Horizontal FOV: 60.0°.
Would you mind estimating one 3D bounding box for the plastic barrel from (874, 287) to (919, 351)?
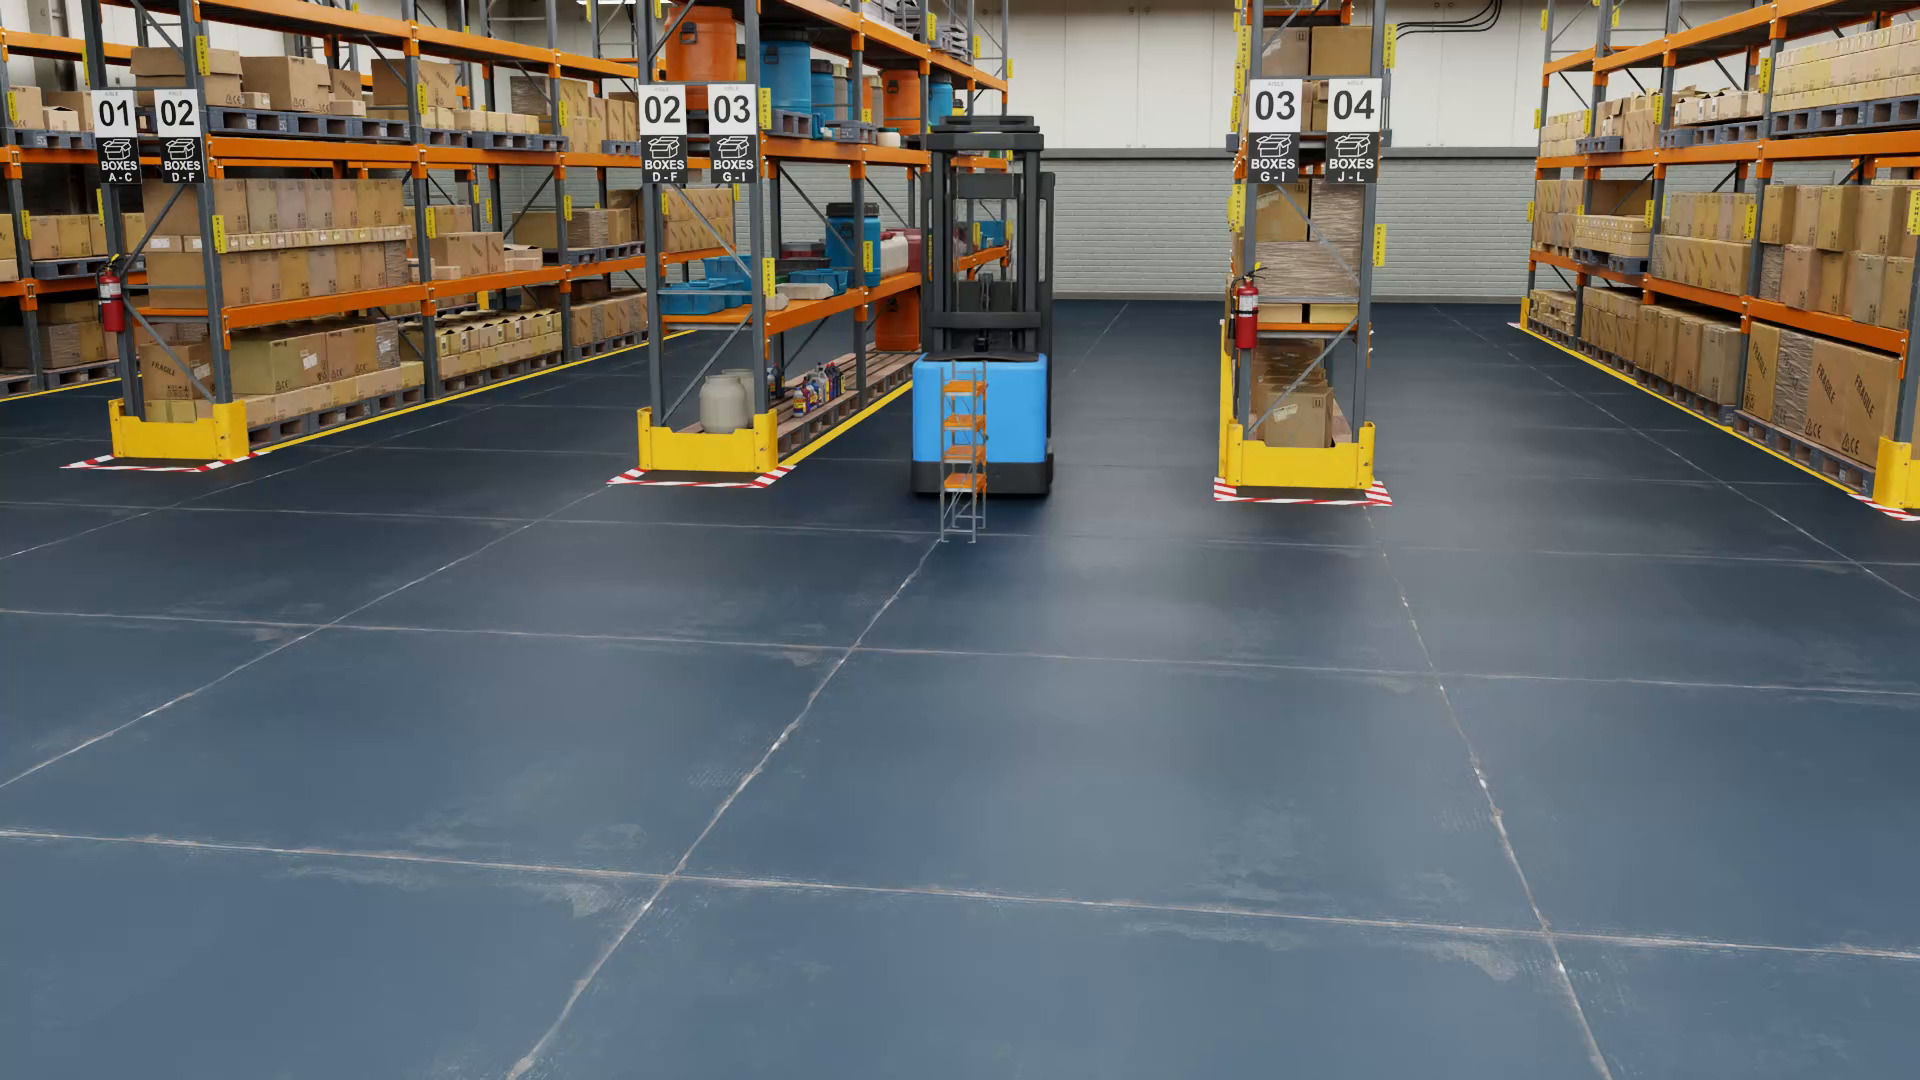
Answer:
[{"bbox_3d":[-0.850,-2.986,22.383,0.600,0.830,0.708,2,12,9],"label":"plastic barrel"}]

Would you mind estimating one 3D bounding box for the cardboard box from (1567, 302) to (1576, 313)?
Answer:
[{"bbox_3d":[9.284,-3.469,24.828,0.380,0.149,0.250,2,12,9],"label":"cardboard box"}]

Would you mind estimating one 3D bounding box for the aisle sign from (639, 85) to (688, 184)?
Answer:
[{"bbox_3d":[-2.443,-3.339,13.698,0.394,0.787,0.004,2,12,9],"label":"aisle sign"}]

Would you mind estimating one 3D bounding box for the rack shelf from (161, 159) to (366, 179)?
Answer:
[{"bbox_3d":[-10.390,-5.591,24.905,1.077,0.370,4.000,2,12,9],"label":"rack shelf"}]

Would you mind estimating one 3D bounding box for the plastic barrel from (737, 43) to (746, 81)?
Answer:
[{"bbox_3d":[-2.089,-4.079,14.736,0.600,0.588,0.600,0,12,0],"label":"plastic barrel"}]

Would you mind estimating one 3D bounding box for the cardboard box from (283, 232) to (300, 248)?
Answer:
[{"bbox_3d":[-6.602,-2.891,16.010,0.380,0.149,0.250,1,12,7],"label":"cardboard box"}]

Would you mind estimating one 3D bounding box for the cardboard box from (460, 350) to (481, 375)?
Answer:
[{"bbox_3d":[-6.030,-2.111,19.700,0.500,0.250,0.500,2,12,10],"label":"cardboard box"}]

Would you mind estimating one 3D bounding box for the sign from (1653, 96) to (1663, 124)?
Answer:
[{"bbox_3d":[8.336,-5.134,19.849,0.100,0.325,0.005,2,12,9],"label":"sign"}]

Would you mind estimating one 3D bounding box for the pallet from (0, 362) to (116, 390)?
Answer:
[{"bbox_3d":[-11.194,-2.026,20.396,1.003,0.211,1.213,2,12,9],"label":"pallet"}]

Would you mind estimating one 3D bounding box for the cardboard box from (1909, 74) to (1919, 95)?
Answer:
[{"bbox_3d":[7.357,-3.409,12.436,0.380,0.149,0.250,2,12,9],"label":"cardboard box"}]

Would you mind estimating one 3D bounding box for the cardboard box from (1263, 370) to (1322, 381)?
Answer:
[{"bbox_3d":[3.041,-1.281,15.256,0.500,0.500,0.500,3,13,14],"label":"cardboard box"}]

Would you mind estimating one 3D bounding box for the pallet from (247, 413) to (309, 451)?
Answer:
[{"bbox_3d":[-6.956,-1.033,15.783,1.003,0.211,1.213,2,12,9],"label":"pallet"}]

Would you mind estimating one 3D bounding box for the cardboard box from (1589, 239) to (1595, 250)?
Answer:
[{"bbox_3d":[8.814,-4.030,22.673,0.380,0.149,0.250,1,12,6],"label":"cardboard box"}]

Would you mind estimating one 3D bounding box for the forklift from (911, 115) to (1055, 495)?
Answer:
[{"bbox_3d":[9.248,-2.215,14.812,18.991,2.935,5.886,1,12,4],"label":"forklift"}]

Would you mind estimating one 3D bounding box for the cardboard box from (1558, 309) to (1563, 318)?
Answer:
[{"bbox_3d":[9.429,-3.478,25.578,0.380,0.149,0.250,2,12,10],"label":"cardboard box"}]

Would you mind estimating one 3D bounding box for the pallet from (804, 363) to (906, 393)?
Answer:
[{"bbox_3d":[-1.255,-1.963,20.100,1.003,0.211,1.213,2,12,9],"label":"pallet"}]

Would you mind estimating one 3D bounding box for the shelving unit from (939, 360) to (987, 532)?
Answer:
[{"bbox_3d":[0.026,-0.621,11.529,0.258,1.200,0.499,2,12,9],"label":"shelving unit"}]

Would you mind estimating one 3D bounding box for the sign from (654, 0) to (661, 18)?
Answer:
[{"bbox_3d":[-4.637,-8.183,25.511,0.100,0.325,0.005,2,12,9],"label":"sign"}]

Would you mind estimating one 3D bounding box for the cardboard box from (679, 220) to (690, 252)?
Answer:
[{"bbox_3d":[-4.763,-4.986,27.272,0.500,0.500,0.500,2,12,10],"label":"cardboard box"}]

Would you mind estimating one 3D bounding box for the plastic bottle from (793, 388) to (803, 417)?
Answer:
[{"bbox_3d":[-1.552,-1.322,15.942,0.097,0.271,0.097,0,12,0],"label":"plastic bottle"}]

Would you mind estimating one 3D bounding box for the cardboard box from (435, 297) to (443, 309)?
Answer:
[{"bbox_3d":[-9.629,-4.351,29.499,0.700,0.500,0.500,1,12,7],"label":"cardboard box"}]

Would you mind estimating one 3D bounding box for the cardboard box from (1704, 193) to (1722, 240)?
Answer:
[{"bbox_3d":[8.561,-3.523,18.109,0.700,0.500,0.500,2,12,8],"label":"cardboard box"}]

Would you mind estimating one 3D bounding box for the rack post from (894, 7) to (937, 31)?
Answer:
[{"bbox_3d":[-0.837,-6.787,21.806,0.954,0.300,0.937,2,12,9],"label":"rack post"}]

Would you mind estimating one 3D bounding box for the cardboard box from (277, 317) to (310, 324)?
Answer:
[{"bbox_3d":[-10.313,-3.546,24.931,0.750,0.750,0.750,2,12,8],"label":"cardboard box"}]

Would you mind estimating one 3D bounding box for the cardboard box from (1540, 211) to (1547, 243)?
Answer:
[{"bbox_3d":[9.703,-5.060,26.908,0.500,0.500,0.500,2,12,9],"label":"cardboard box"}]

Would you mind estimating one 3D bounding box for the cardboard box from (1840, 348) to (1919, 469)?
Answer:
[{"bbox_3d":[7.680,-1.042,13.253,0.875,0.875,0.875,2,12,9],"label":"cardboard box"}]

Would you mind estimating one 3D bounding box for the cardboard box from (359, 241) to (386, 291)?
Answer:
[{"bbox_3d":[-6.554,-2.914,17.658,0.700,0.500,0.500,2,12,8],"label":"cardboard box"}]

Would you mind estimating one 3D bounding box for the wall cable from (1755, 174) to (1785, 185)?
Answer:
[{"bbox_3d":[15.853,-6.609,32.556,0.585,1.953,0.123,2,12,9],"label":"wall cable"}]

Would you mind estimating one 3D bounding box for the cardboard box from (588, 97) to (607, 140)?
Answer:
[{"bbox_3d":[-5.539,-6.122,24.190,0.600,0.600,0.600,1,12,6],"label":"cardboard box"}]

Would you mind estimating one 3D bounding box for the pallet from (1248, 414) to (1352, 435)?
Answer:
[{"bbox_3d":[3.117,-0.987,15.573,1.003,0.211,1.213,2,12,9],"label":"pallet"}]

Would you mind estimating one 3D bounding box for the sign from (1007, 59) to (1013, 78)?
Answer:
[{"bbox_3d":[0.868,-8.165,28.786,0.100,0.325,0.005,2,12,9],"label":"sign"}]

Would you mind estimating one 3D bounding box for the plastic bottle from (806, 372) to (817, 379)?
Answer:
[{"bbox_3d":[-1.517,-1.606,17.248,0.152,0.276,0.135,2,12,9],"label":"plastic bottle"}]

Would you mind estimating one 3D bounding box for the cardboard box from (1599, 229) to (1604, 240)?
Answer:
[{"bbox_3d":[8.733,-4.065,22.128,0.380,0.149,0.250,2,12,8],"label":"cardboard box"}]

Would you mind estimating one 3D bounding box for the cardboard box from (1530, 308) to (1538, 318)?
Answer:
[{"bbox_3d":[9.705,-3.775,27.661,0.380,0.149,0.250,2,12,10],"label":"cardboard box"}]

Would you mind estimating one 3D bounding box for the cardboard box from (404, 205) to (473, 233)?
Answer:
[{"bbox_3d":[-9.535,-5.766,30.415,0.980,0.700,0.700,2,12,11],"label":"cardboard box"}]

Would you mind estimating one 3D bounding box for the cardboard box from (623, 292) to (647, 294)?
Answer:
[{"bbox_3d":[-4.979,-3.614,26.033,0.500,0.500,0.500,2,12,8],"label":"cardboard box"}]

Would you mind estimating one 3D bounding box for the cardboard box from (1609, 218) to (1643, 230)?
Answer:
[{"bbox_3d":[8.655,-4.100,21.583,0.380,0.149,0.250,2,12,9],"label":"cardboard box"}]

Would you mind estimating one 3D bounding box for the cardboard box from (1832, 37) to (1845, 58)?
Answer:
[{"bbox_3d":[7.631,-4.170,14.074,0.380,0.149,0.250,2,12,8],"label":"cardboard box"}]

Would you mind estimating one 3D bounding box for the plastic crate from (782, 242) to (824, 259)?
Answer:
[{"bbox_3d":[-1.751,-3.048,18.367,0.402,0.464,0.583,2,12,9],"label":"plastic crate"}]

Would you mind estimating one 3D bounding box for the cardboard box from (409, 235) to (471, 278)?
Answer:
[{"bbox_3d":[-6.202,-3.386,19.846,0.500,0.500,0.500,3,12,13],"label":"cardboard box"}]

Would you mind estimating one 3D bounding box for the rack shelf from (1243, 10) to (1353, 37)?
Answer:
[{"bbox_3d":[3.678,-5.548,18.533,1.077,0.370,4.000,2,12,9],"label":"rack shelf"}]

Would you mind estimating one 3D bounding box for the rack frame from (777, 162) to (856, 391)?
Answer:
[{"bbox_3d":[-1.520,-2.906,17.860,0.949,2.616,0.053,2,12,9],"label":"rack frame"}]

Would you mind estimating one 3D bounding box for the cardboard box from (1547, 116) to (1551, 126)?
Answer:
[{"bbox_3d":[9.656,-6.728,26.695,0.380,0.149,0.250,2,12,9],"label":"cardboard box"}]

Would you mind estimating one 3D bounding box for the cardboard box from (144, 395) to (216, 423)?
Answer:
[{"bbox_3d":[-7.242,-1.217,15.552,0.500,0.250,0.500,2,12,9],"label":"cardboard box"}]

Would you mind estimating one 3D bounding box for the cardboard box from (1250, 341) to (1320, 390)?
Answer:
[{"bbox_3d":[3.487,-1.866,17.922,0.700,0.500,0.500,1,12,4],"label":"cardboard box"}]

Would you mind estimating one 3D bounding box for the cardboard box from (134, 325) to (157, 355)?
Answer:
[{"bbox_3d":[-10.999,-2.694,21.763,0.700,0.500,0.500,2,12,8],"label":"cardboard box"}]

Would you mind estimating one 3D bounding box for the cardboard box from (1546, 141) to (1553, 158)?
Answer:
[{"bbox_3d":[9.695,-6.261,26.660,0.500,0.250,0.500,2,12,10],"label":"cardboard box"}]

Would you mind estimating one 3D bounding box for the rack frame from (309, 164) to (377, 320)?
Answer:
[{"bbox_3d":[-10.082,-4.893,27.077,1.000,3.000,0.127,2,12,9],"label":"rack frame"}]

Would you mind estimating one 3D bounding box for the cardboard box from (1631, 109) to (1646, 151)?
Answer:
[{"bbox_3d":[8.772,-5.144,20.884,0.500,0.500,0.500,2,12,9],"label":"cardboard box"}]

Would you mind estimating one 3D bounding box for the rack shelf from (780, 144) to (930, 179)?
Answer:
[{"bbox_3d":[-1.216,-4.438,19.552,1.077,0.370,4.000,2,12,9],"label":"rack shelf"}]

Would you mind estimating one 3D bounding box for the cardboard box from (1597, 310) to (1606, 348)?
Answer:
[{"bbox_3d":[8.964,-2.848,22.525,0.500,0.500,0.500,2,12,10],"label":"cardboard box"}]

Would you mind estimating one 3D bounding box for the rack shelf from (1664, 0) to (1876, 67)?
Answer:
[{"bbox_3d":[8.564,-5.366,17.690,1.077,0.370,4.000,2,12,9],"label":"rack shelf"}]

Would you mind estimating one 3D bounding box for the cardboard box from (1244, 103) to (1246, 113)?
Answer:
[{"bbox_3d":[3.016,-4.276,16.506,0.380,0.149,0.250,2,12,7],"label":"cardboard box"}]

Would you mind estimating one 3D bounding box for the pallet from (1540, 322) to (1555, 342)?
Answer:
[{"bbox_3d":[9.740,-3.262,26.129,1.003,0.211,1.213,2,12,9],"label":"pallet"}]

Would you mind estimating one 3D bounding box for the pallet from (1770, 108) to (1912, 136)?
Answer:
[{"bbox_3d":[8.120,-3.817,15.177,1.003,0.211,1.213,2,12,9],"label":"pallet"}]

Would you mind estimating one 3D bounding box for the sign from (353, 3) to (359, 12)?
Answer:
[{"bbox_3d":[-9.544,-8.306,26.268,0.100,0.325,0.005,2,12,9],"label":"sign"}]

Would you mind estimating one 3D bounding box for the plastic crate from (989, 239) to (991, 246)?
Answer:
[{"bbox_3d":[0.317,-5.069,28.380,0.396,0.136,0.243,2,12,9],"label":"plastic crate"}]
